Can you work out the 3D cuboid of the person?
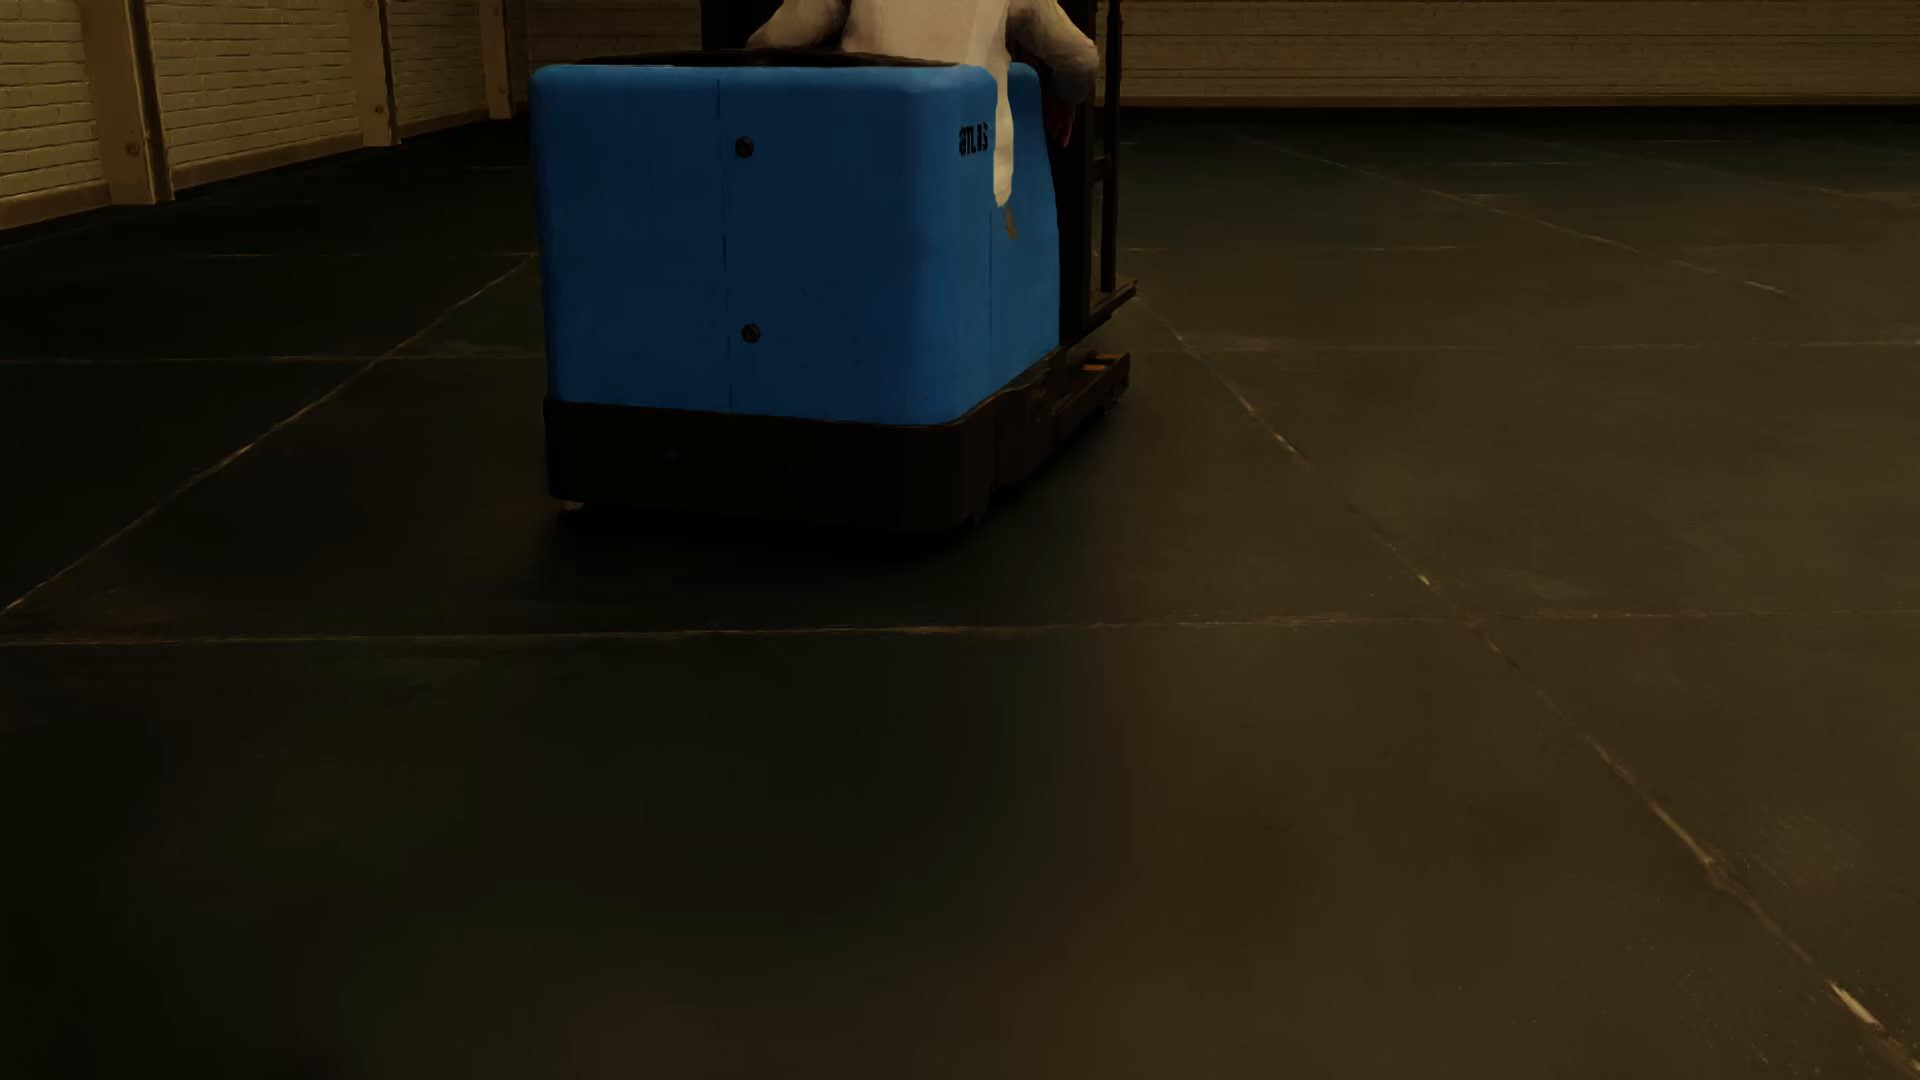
[{"bbox_3d":[-0.105,-0.899,4.117,0.881,1.691,0.674,0,17,-1],"label":"person"}]

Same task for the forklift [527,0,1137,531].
[{"bbox_3d":[-0.082,-1.812,4.832,1.130,2.935,3.031,5,18,16],"label":"forklift"}]
